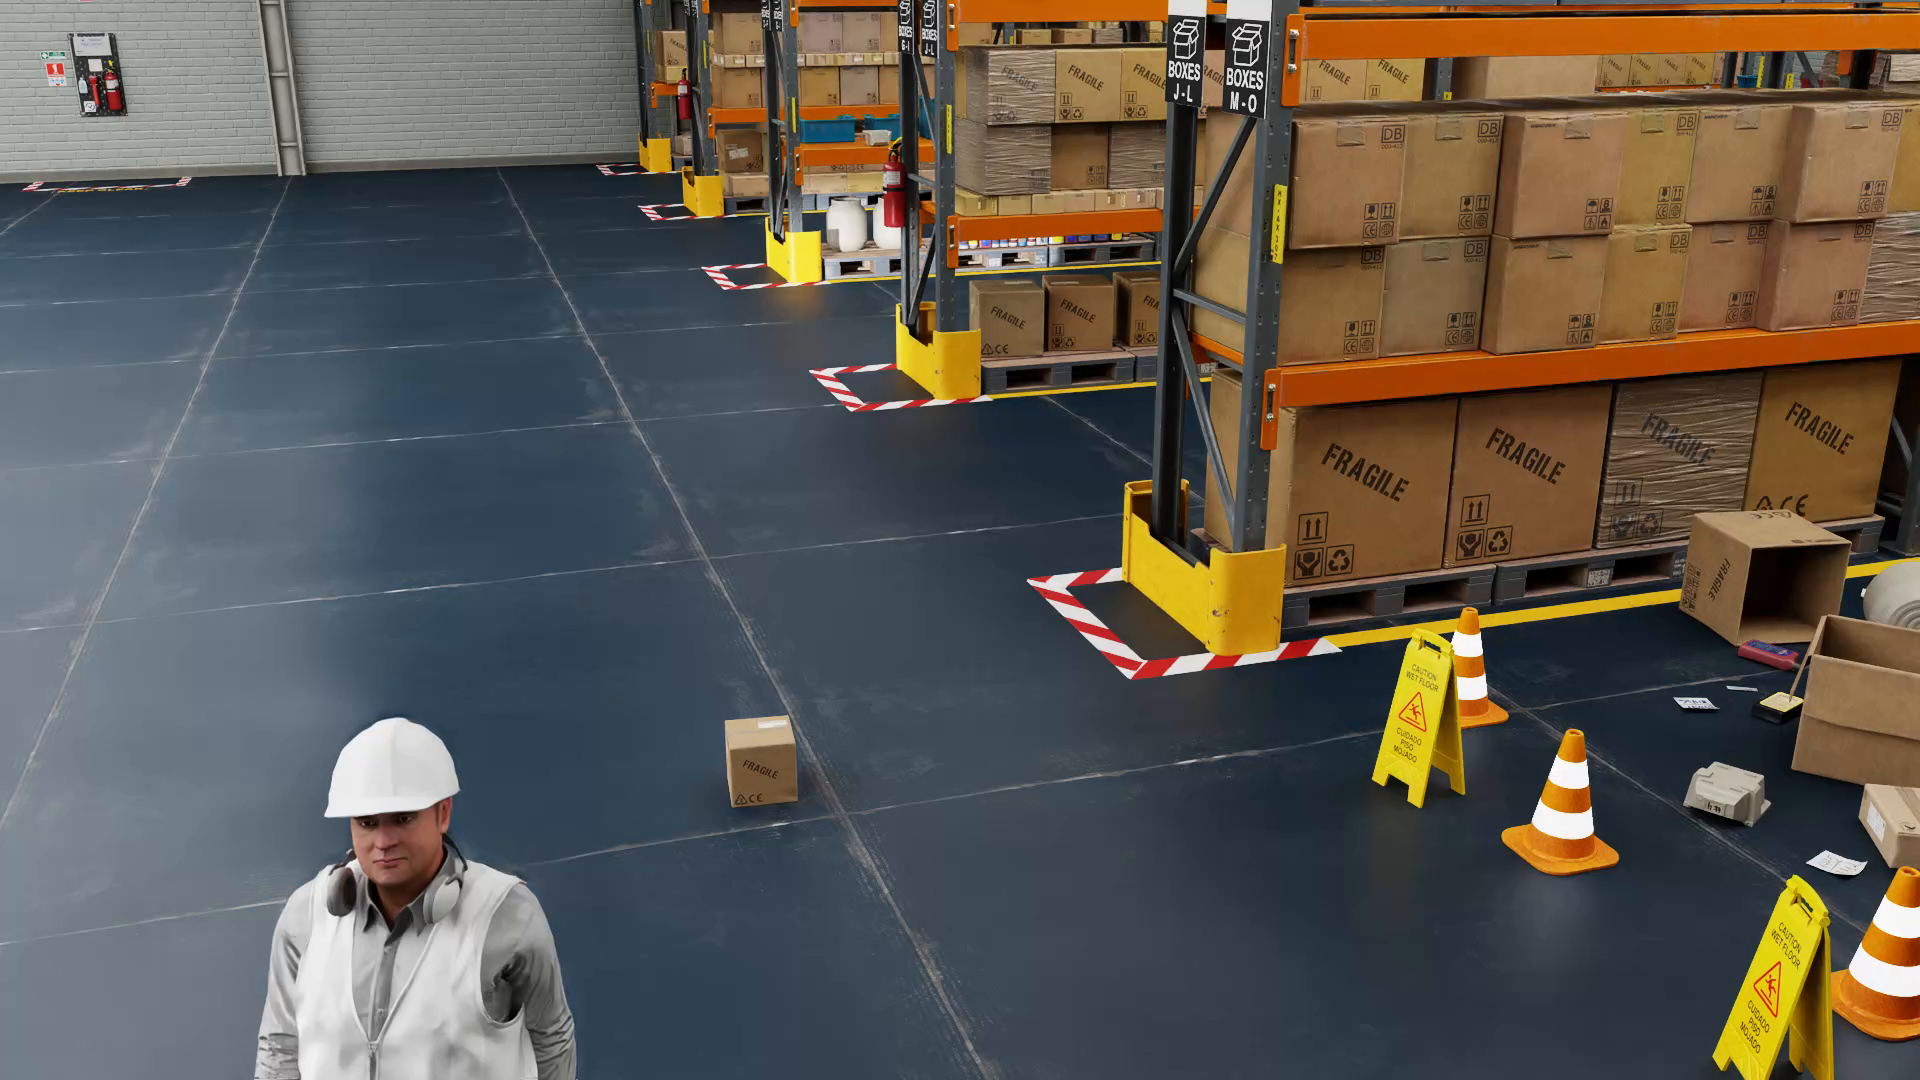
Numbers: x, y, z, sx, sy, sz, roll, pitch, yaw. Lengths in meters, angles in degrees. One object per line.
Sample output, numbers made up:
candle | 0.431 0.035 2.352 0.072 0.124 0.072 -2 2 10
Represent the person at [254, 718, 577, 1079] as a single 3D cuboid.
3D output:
person | -1.040 1.178 3.102 0.537 1.717 1.013 3 19 10
